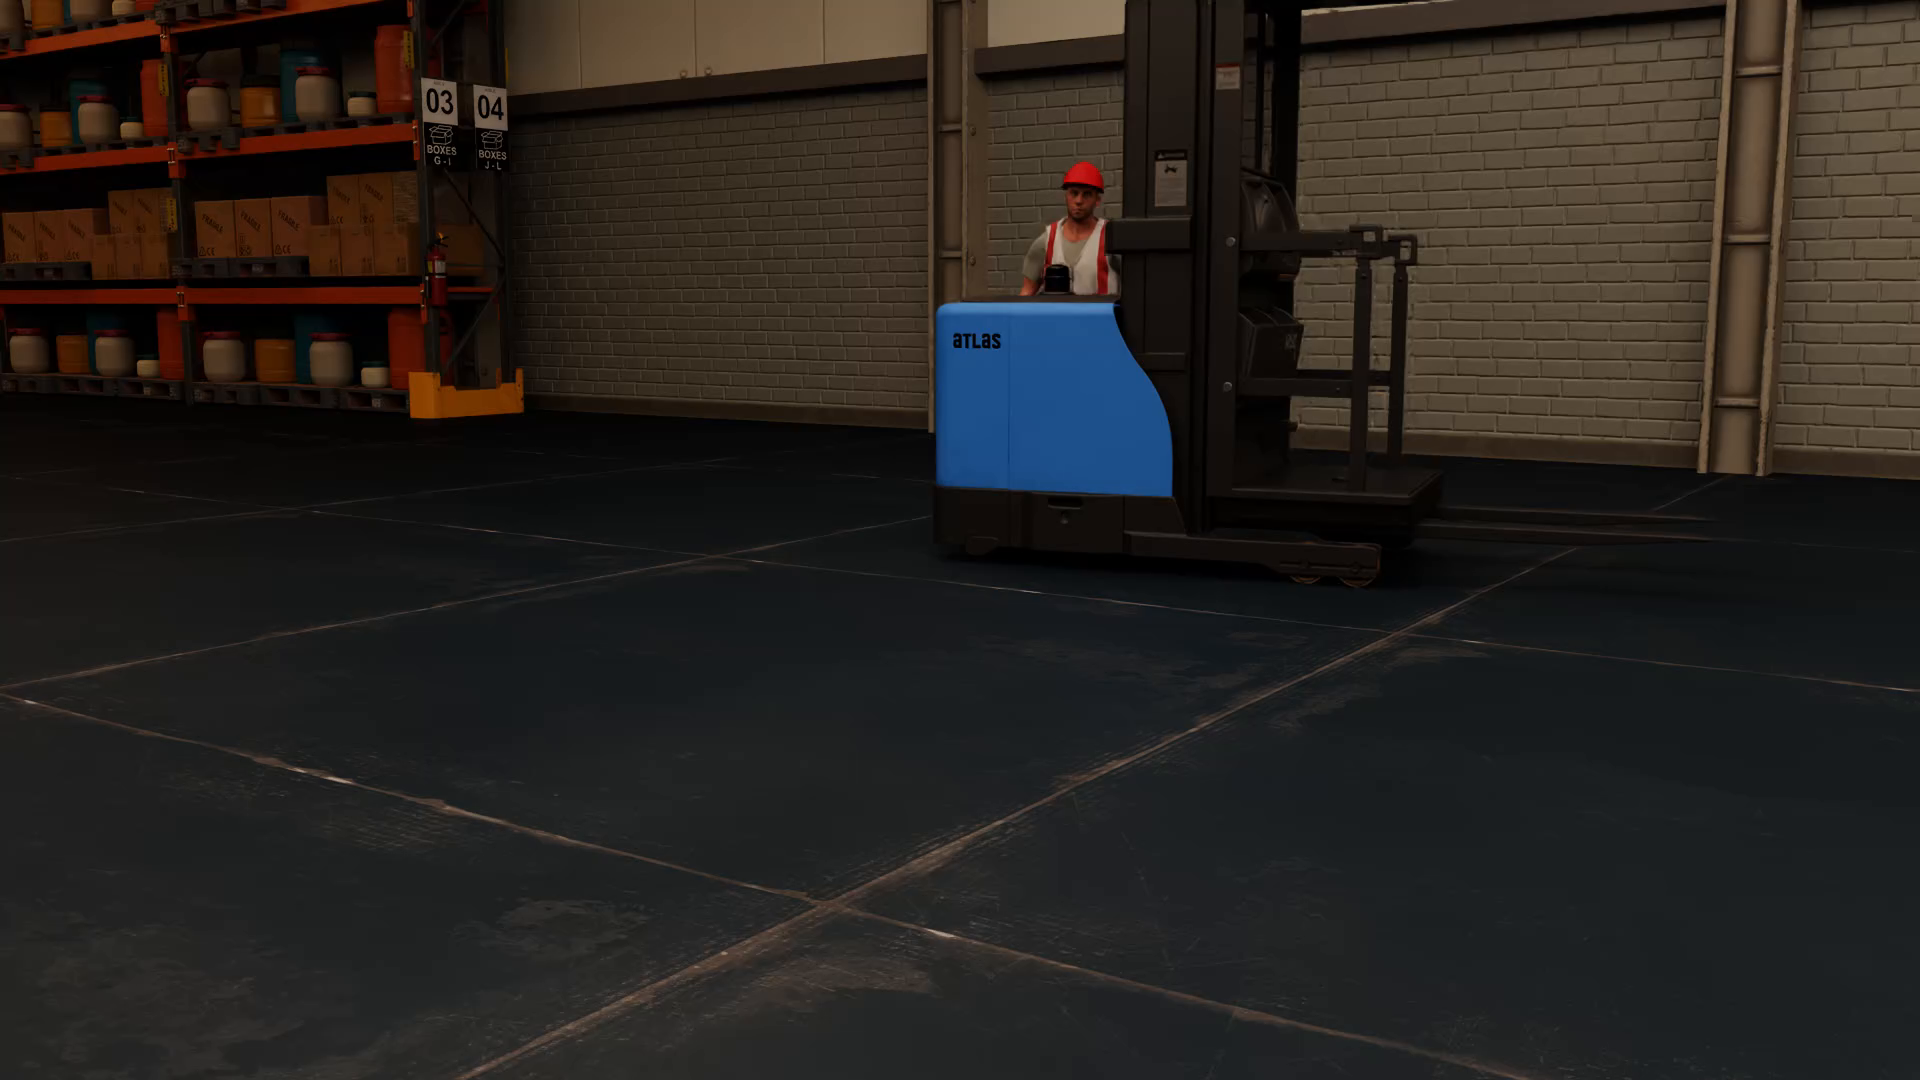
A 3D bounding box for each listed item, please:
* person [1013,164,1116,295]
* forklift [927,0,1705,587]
[{"bbox_3d":[0.586,-0.953,8.164,0.856,1.751,0.473,3,8,17],"label":"person"},{"bbox_3d":[1.429,-1.356,6.731,3.031,2.935,1.130,3,9,22],"label":"forklift"}]
